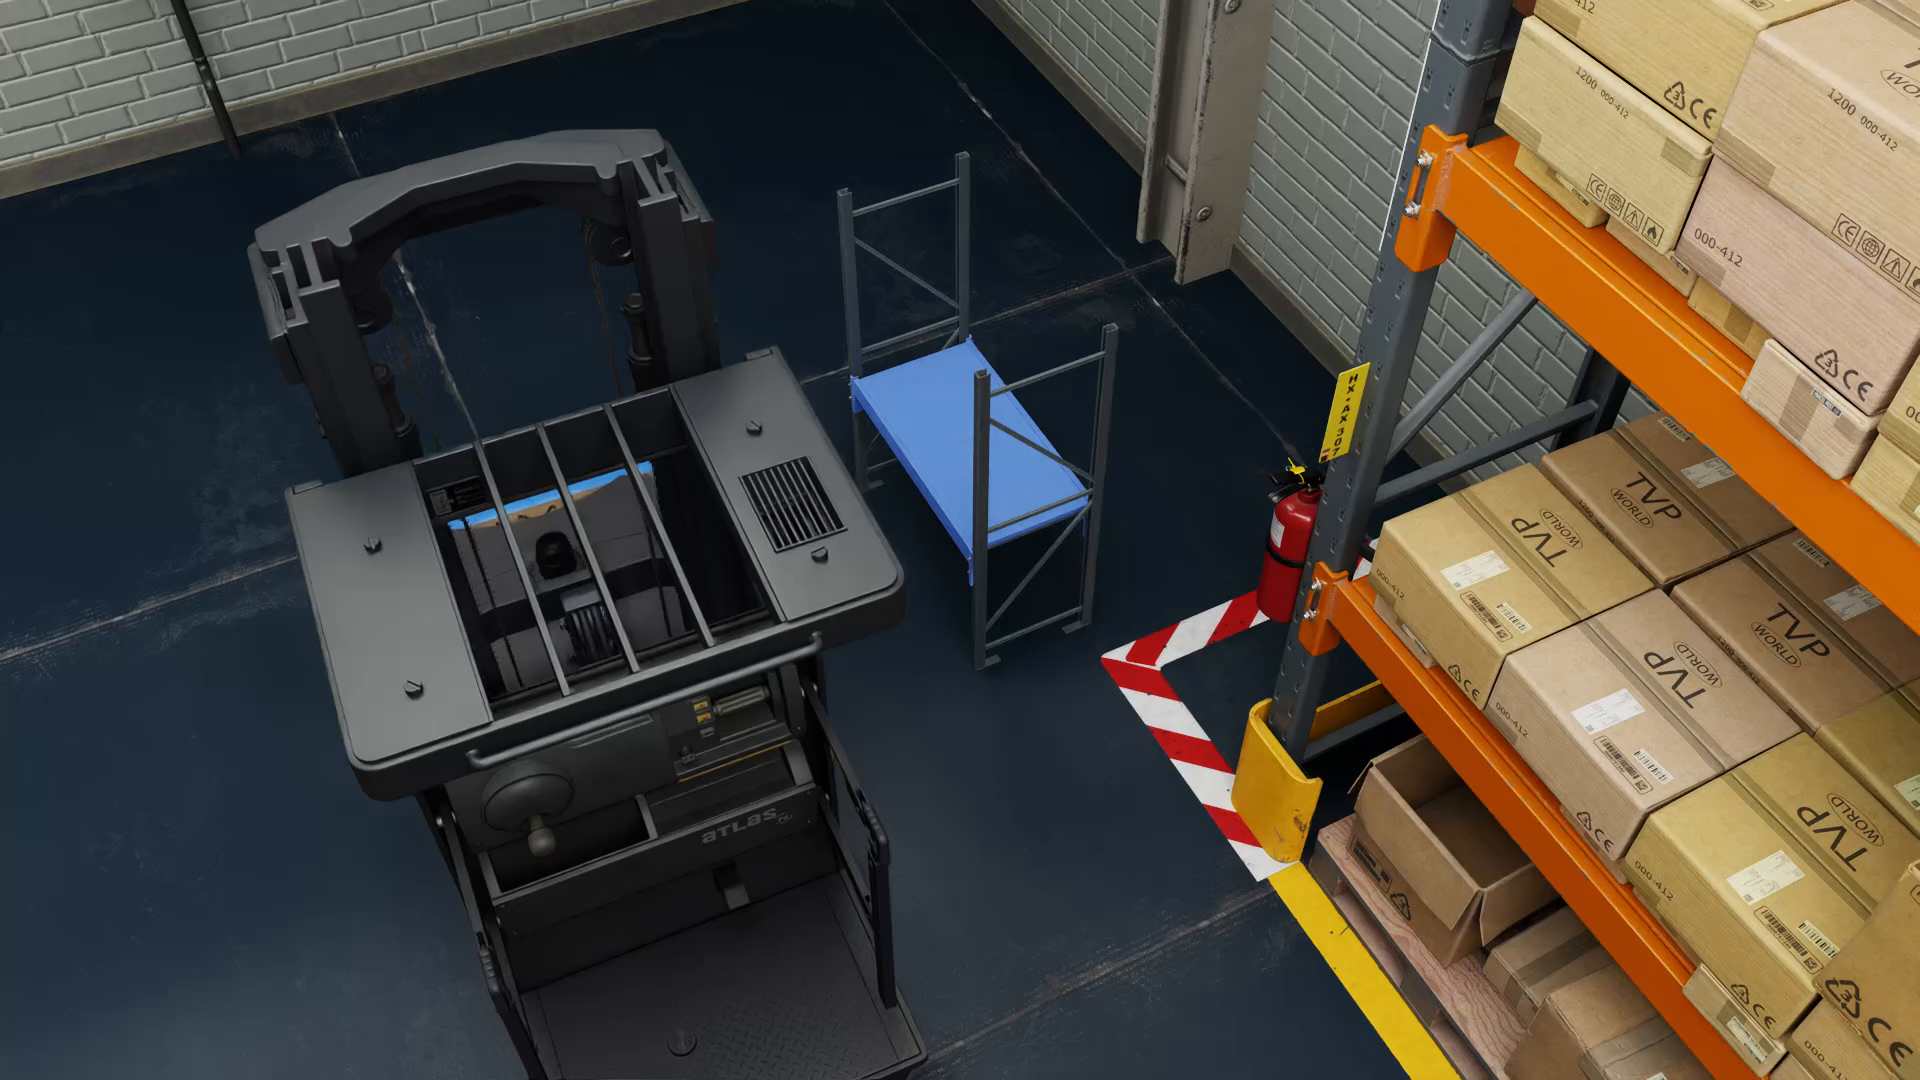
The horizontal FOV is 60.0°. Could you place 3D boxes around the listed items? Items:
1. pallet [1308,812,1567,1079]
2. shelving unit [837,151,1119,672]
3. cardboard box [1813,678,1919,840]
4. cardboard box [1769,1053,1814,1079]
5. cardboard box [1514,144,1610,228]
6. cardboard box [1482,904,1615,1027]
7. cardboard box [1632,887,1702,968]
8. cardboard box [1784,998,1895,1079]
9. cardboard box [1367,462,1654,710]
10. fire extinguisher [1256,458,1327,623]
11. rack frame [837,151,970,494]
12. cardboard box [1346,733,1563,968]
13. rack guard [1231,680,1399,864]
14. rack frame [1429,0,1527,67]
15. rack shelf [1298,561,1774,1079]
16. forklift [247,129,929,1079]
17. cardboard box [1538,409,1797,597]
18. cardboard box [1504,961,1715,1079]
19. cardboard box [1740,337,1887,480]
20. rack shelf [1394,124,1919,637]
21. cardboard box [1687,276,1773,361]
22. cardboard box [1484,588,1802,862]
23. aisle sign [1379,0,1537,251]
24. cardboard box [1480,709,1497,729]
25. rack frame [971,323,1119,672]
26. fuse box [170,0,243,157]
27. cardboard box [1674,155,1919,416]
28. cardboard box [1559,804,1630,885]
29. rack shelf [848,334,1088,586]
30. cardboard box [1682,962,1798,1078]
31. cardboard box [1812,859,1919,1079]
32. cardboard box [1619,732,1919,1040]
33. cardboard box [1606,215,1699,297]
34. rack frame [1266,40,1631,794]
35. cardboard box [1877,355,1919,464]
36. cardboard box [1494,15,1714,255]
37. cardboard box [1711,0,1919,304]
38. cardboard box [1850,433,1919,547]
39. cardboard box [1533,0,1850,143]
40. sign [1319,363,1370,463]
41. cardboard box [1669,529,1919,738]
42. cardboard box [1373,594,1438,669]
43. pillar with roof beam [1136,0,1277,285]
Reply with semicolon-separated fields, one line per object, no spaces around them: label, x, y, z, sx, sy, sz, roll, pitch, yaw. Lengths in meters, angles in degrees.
pallet;1.893;1.269;5.393;1.003;0.211;1.213;-21;52;-18
shelving unit;0.039;-0.437;6.028;0.538;1.500;1.048;-21;52;-18
cardboard box;2.396;0.613;4.015;0.500;0.250;0.500;-20;52;-16
cardboard box;2.083;1.213;3.756;0.380;0.149;0.250;-20;52;-17
cardboard box;1.432;-0.844;3.563;0.380;0.149;0.250;-20;52;-17
cardboard box;1.848;1.307;5.122;0.380;0.149;0.250;-23;53;-19
cardboard box;1.895;0.848;4.075;0.380;0.149;0.250;-20;52;-17
cardboard box;2.179;1.125;3.568;0.500;0.250;0.500;-22;53;-18
cardboard box;1.461;0.115;4.451;0.500;0.250;0.500;-21;52;-17
fire extinguisher;1.014;-0.024;4.970;0.296;0.674;0.183;-21;52;-18
rack frame;-0.194;-0.777;6.326;0.500;1.500;0.032;-21;52;-18
cardboard box;1.688;0.893;5.249;0.797;0.503;0.637;-23;53;-19
rack guard;1.527;0.641;5.750;1.175;0.500;0.348;-21;52;-18
rack frame;1.493;-2.208;2.596;1.000;3.000;0.127;-21;52;-18
rack shelf;2.408;1.342;3.954;1.077;0.370;4.000;-21;52;-18
forklift;-0.775;0.616;4.157;1.130;2.935;3.031;-19;51;-16
cardboard box;1.939;-0.065;4.609;0.500;0.250;0.500;-20;52;-16
cardboard box;2.045;1.479;4.738;0.700;0.500;0.500;-19;52;-16
cardboard box;1.700;-0.298;3.085;0.380;0.149;0.250;-20;52;-17
rack shelf;2.408;0.355;2.825;1.077;0.370;4.000;-21;52;-18
cardboard box;1.677;-0.500;3.262;0.380;0.149;0.250;-21;52;-17
cardboard box;1.692;0.452;4.156;0.500;0.250;0.500;-21;52;-17
aisle sign;1.200;-1.033;3.827;0.394;0.787;0.004;-21;52;-18
cardboard box;1.557;0.318;4.538;0.380;0.149;0.250;-20;52;-17
rack frame;0.272;-0.096;5.731;0.500;1.500;0.032;-21;52;-18
fuse box;-3.586;-2.488;7.682;0.539;1.711;0.414;-21;52;-18
cardboard box;1.704;-0.545;3.036;0.500;0.250;0.500;-20;52;-17
cardboard box;1.769;0.673;4.228;0.380;0.149;0.250;-20;52;-16
rack shelf;0.039;-0.318;6.164;0.538;0.185;1.000;-21;52;-18
cardboard box;1.944;1.043;3.904;0.380;0.149;0.250;-23;53;-19
cardboard box;2.147;0.872;3.291;0.500;0.500;0.500;-20;52;-17
cardboard box;1.926;0.790;3.861;0.500;0.250;0.500;-22;52;-18
cardboard box;1.575;-0.678;3.417;0.380;0.149;0.250;-20;52;-17
rack frame;1.493;-0.233;4.854;1.000;3.000;0.127;-21;52;-18
cardboard box;1.927;-0.198;2.732;0.500;0.250;0.500;-23;53;-19
cardboard box;1.453;-0.878;3.327;0.500;0.250;0.500;-22;52;-18
cardboard box;1.688;-0.703;2.842;0.500;0.250;0.500;-22;52;-18
cardboard box;1.826;-0.125;2.934;0.380;0.149;0.250;-21;52;-18
cardboard box;1.472;-1.050;3.146;0.500;0.250;0.500;-22;52;-18
sign;1.010;-0.331;4.364;0.100;0.325;0.005;-21;52;-18
cardboard box;2.174;0.280;4.307;0.500;0.250;0.500;-21;52;-17
cardboard box;1.399;0.164;4.673;0.380;0.149;0.250;-22;52;-18
pillar with roof beam;-2.768;-2.840;3.148;9.100;9.000;0.400;-21;52;-18
